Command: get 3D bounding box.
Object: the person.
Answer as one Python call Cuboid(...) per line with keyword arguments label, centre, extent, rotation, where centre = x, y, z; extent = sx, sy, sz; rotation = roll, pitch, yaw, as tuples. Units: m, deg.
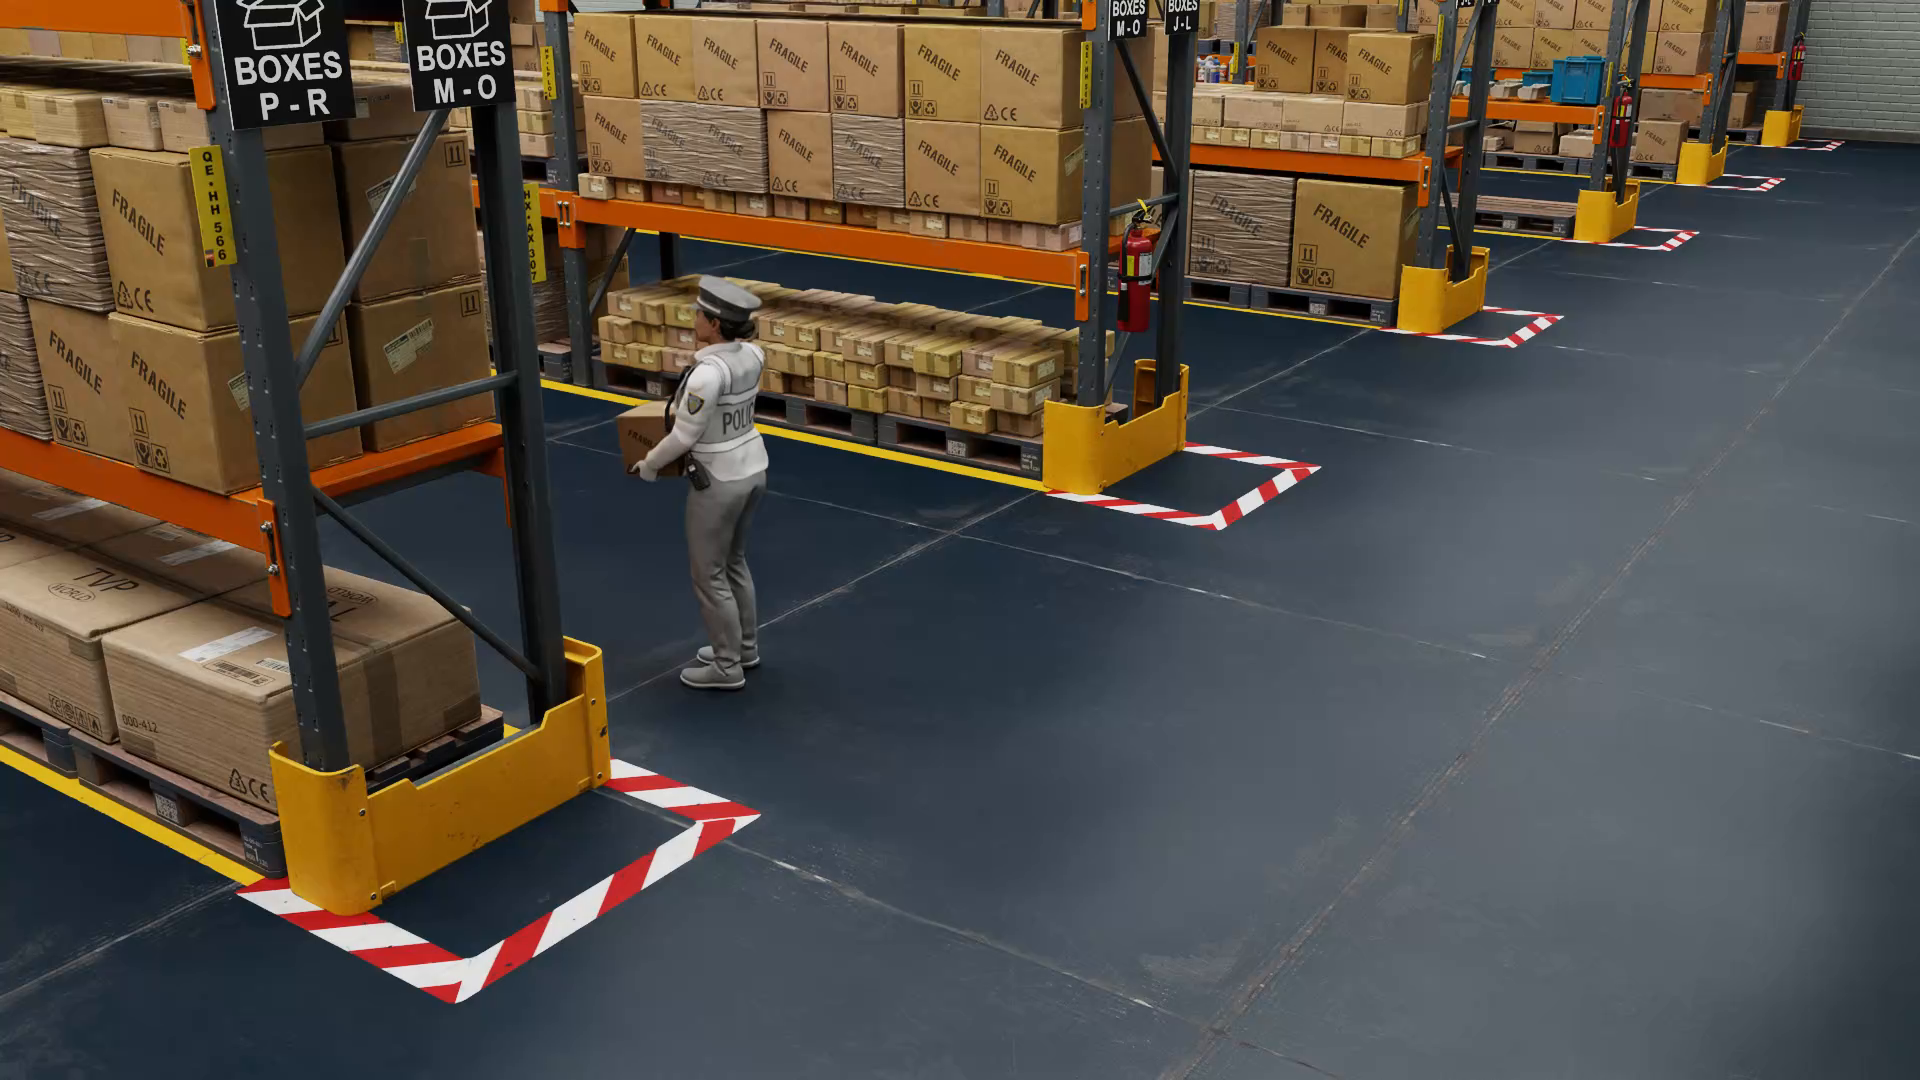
Cuboid(label="person", centre=(-1.019, -0.236, 6.691), extent=(0.532, 1.690, 0.459), rotation=(8, 21, 21))
